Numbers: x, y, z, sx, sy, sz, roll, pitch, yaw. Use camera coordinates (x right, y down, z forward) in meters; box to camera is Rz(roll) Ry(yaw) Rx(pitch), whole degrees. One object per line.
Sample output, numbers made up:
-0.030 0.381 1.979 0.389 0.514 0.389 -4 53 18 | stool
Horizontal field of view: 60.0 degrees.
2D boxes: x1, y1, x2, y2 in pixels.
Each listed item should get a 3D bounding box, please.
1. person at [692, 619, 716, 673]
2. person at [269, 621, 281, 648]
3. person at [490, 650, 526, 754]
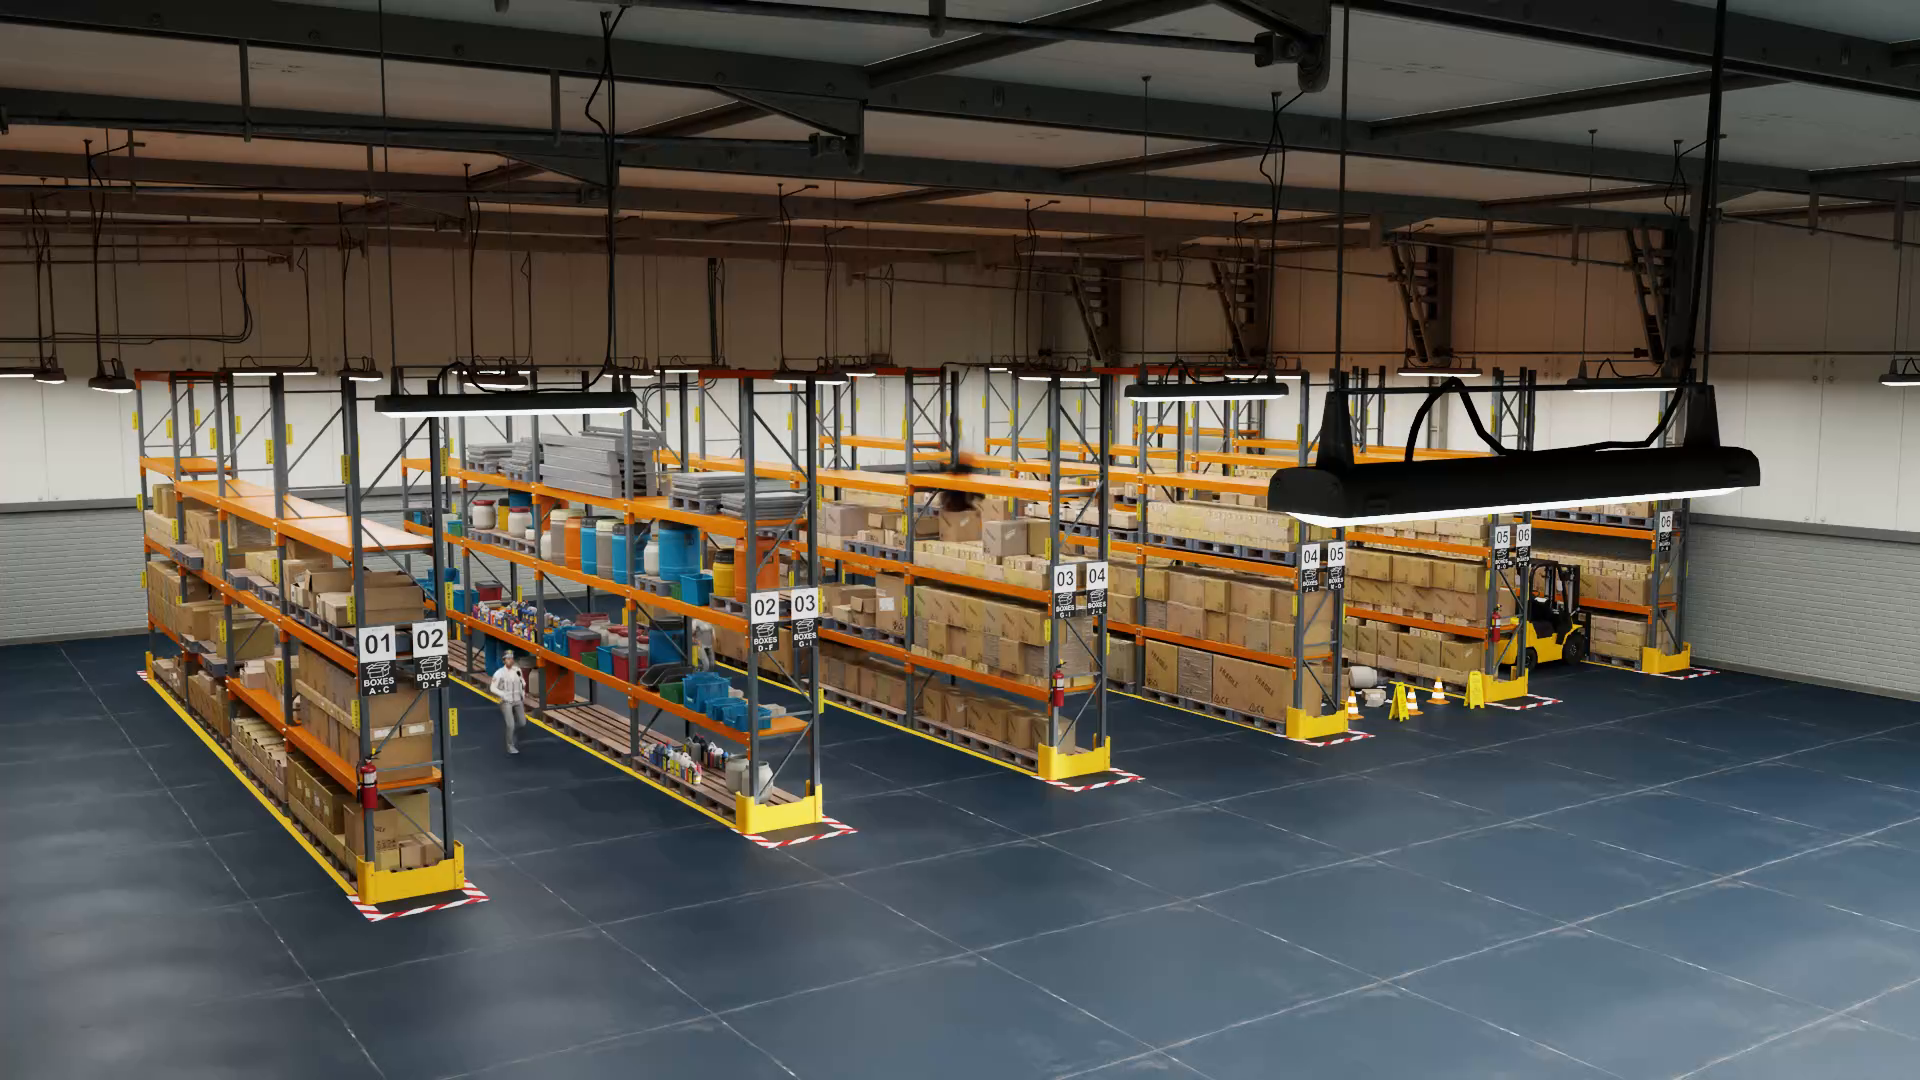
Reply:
-4.863 2.030 31.403 0.537 1.530 0.594 -5 8 -38 | person
-13.566 1.783 33.269 0.744 1.663 0.645 3 7 22 | person
-7.096 2.547 26.286 0.611 1.649 0.548 -5 8 -39 | person
